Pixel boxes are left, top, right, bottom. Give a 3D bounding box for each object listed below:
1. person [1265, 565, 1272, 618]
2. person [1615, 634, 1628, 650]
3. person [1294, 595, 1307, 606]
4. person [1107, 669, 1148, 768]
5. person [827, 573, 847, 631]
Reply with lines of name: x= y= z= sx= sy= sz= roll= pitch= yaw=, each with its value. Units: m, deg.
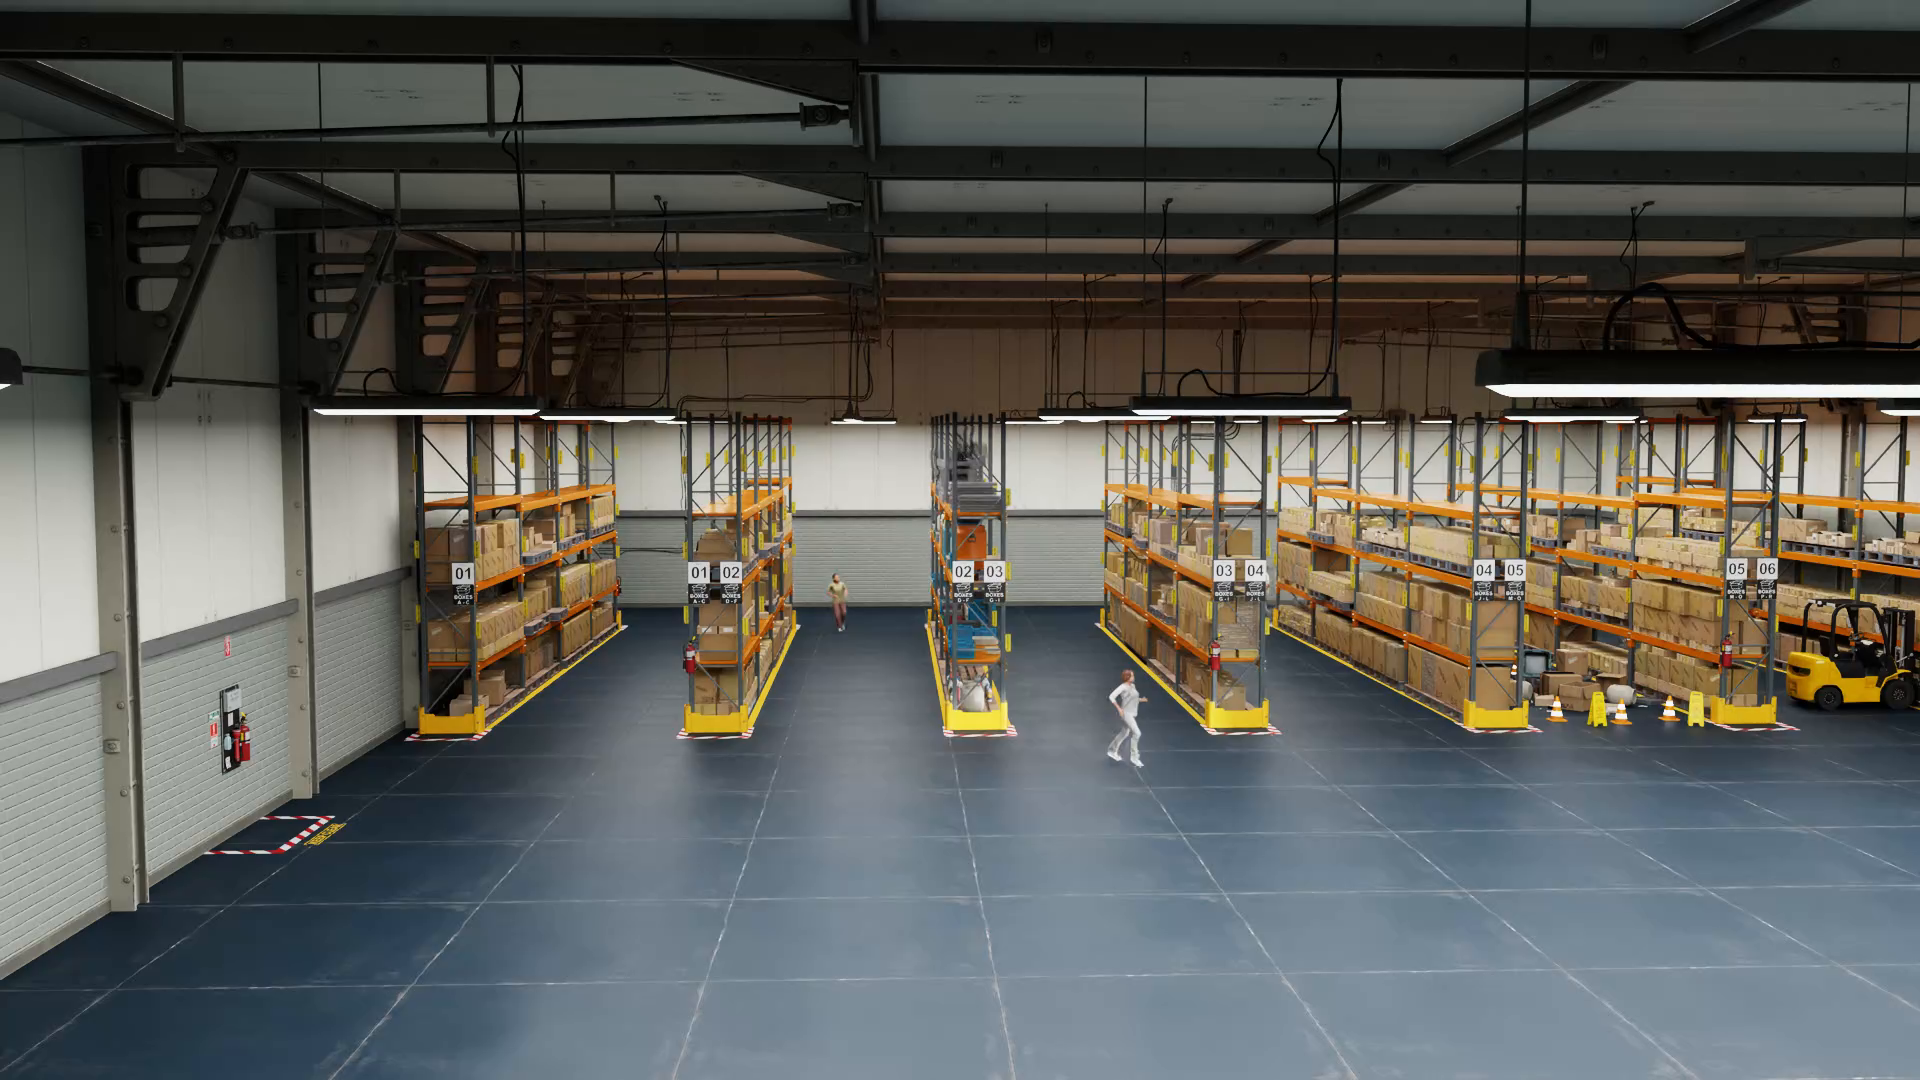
person: x=8.842 y=1.559 z=48.709 sx=0.630 sy=1.746 sz=0.718 roll=0 pitch=4 yaw=-1
person: x=17.023 y=1.979 z=42.638 sx=0.672 sy=1.703 sz=0.629 roll=-1 pitch=4 yaw=-8
person: x=10.175 y=1.571 z=49.117 sx=0.765 sy=1.696 sz=0.585 roll=-1 pitch=4 yaw=-10
person: x=2.821 y=3.004 z=28.103 sx=0.733 sy=1.645 sz=0.510 roll=2 pitch=4 yaw=24
person: x=-3.407 y=1.739 z=46.394 sx=0.611 sy=1.623 sz=0.539 roll=-1 pitch=4 yaw=-19
